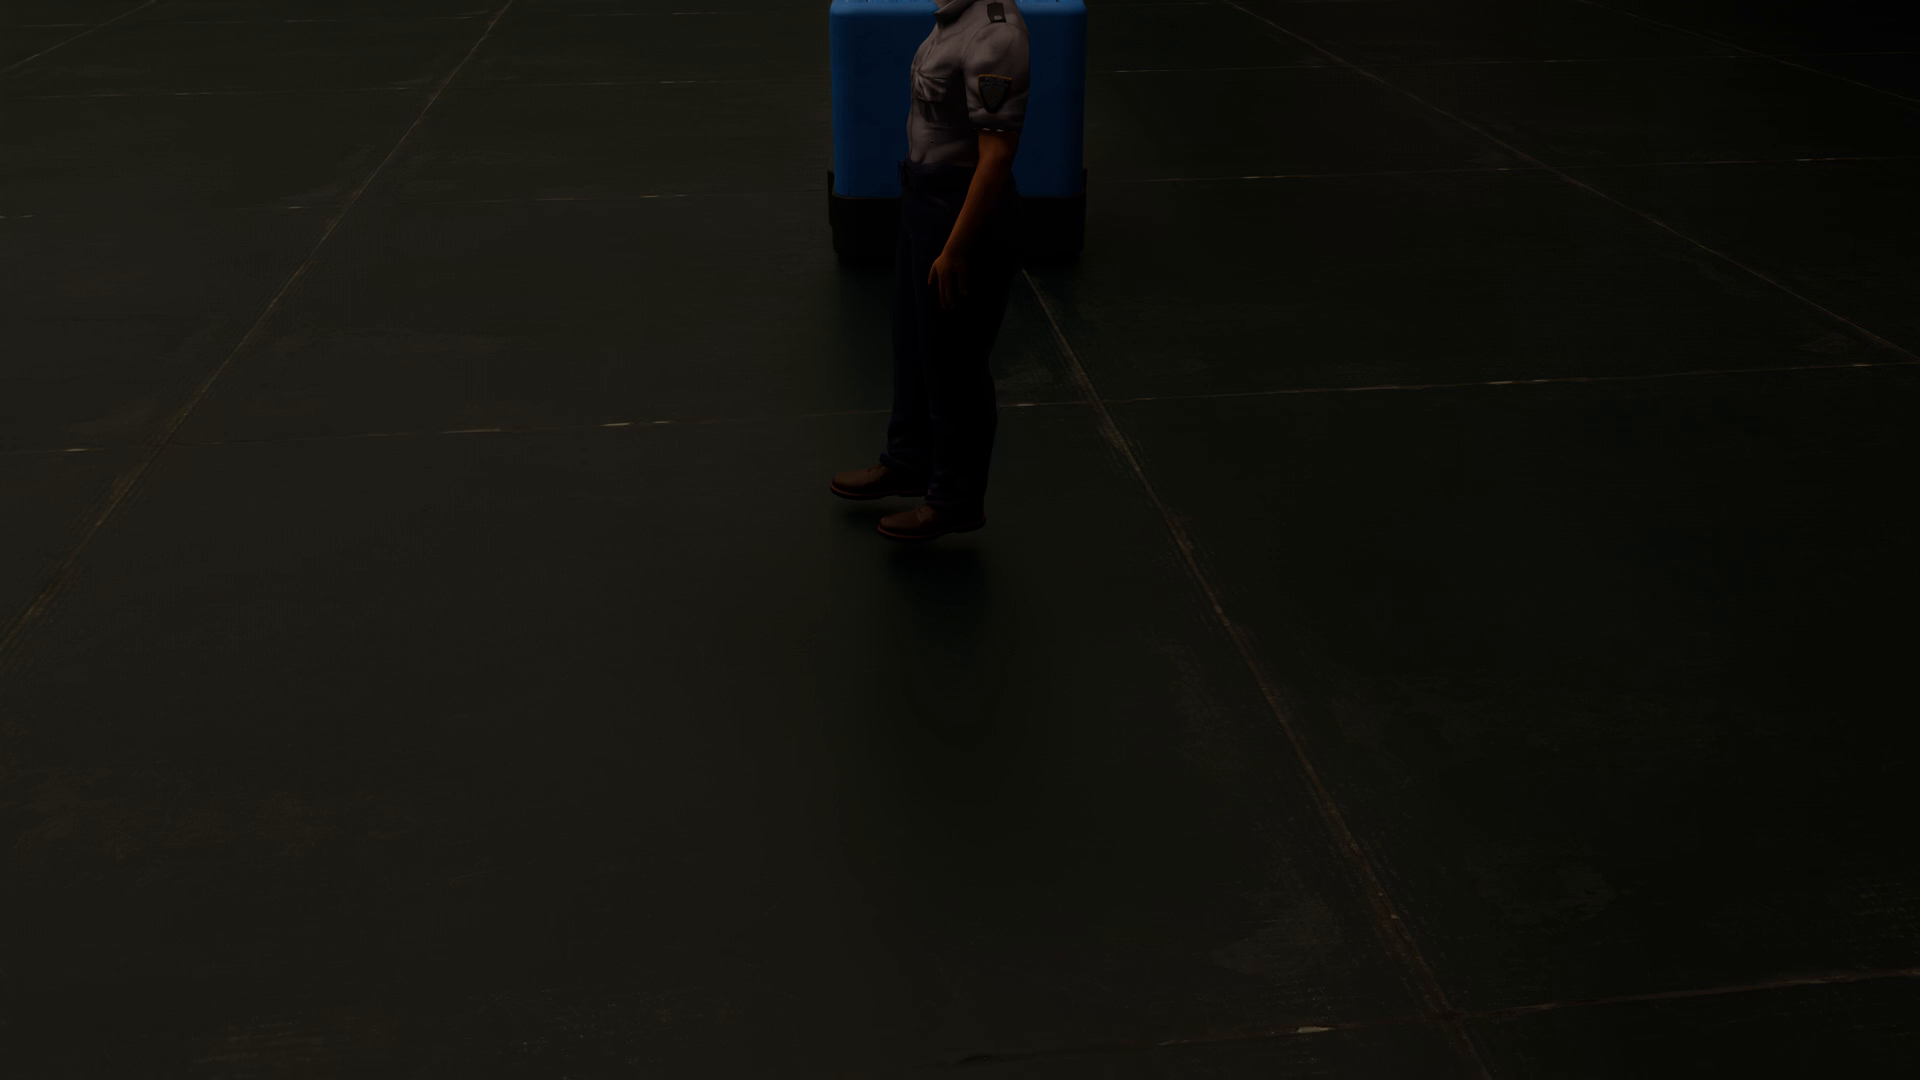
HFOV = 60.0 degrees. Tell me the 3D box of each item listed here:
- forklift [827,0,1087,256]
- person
[{"bbox_3d":[-0.027,-3.092,7.646,1.130,2.935,3.031,0,26,-1],"label":"forklift"},{"bbox_3d":[-0.092,-0.789,4.238,0.502,1.651,0.598,-3,26,-7],"label":"person"}]
